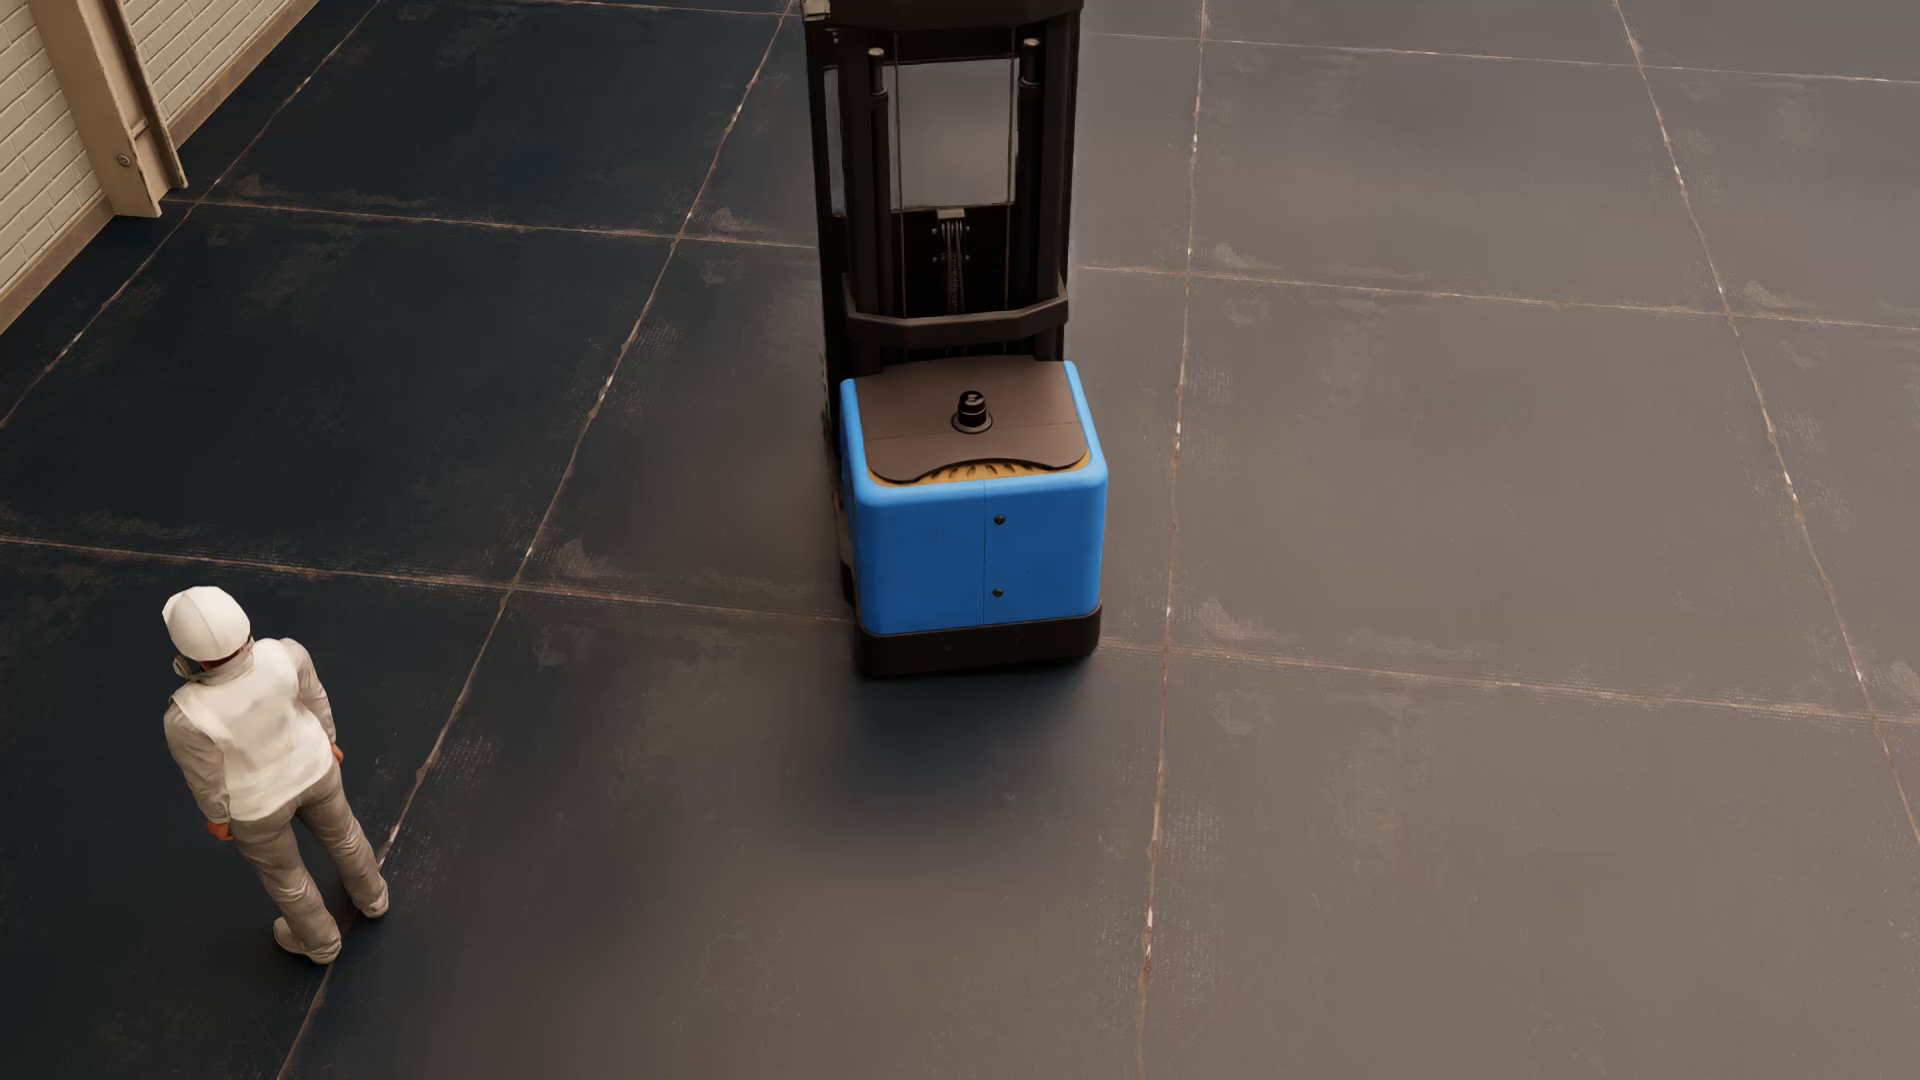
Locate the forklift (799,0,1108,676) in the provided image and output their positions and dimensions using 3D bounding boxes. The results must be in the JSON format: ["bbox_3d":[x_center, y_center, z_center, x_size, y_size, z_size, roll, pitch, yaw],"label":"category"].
[{"bbox_3d":[-0.105,-1.497,7.354,1.130,2.935,3.031,-5,43,-6],"label":"forklift"}]

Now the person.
[{"bbox_3d":[-2.368,0.810,5.700,0.365,1.777,0.527,28,49,27],"label":"person"}]
